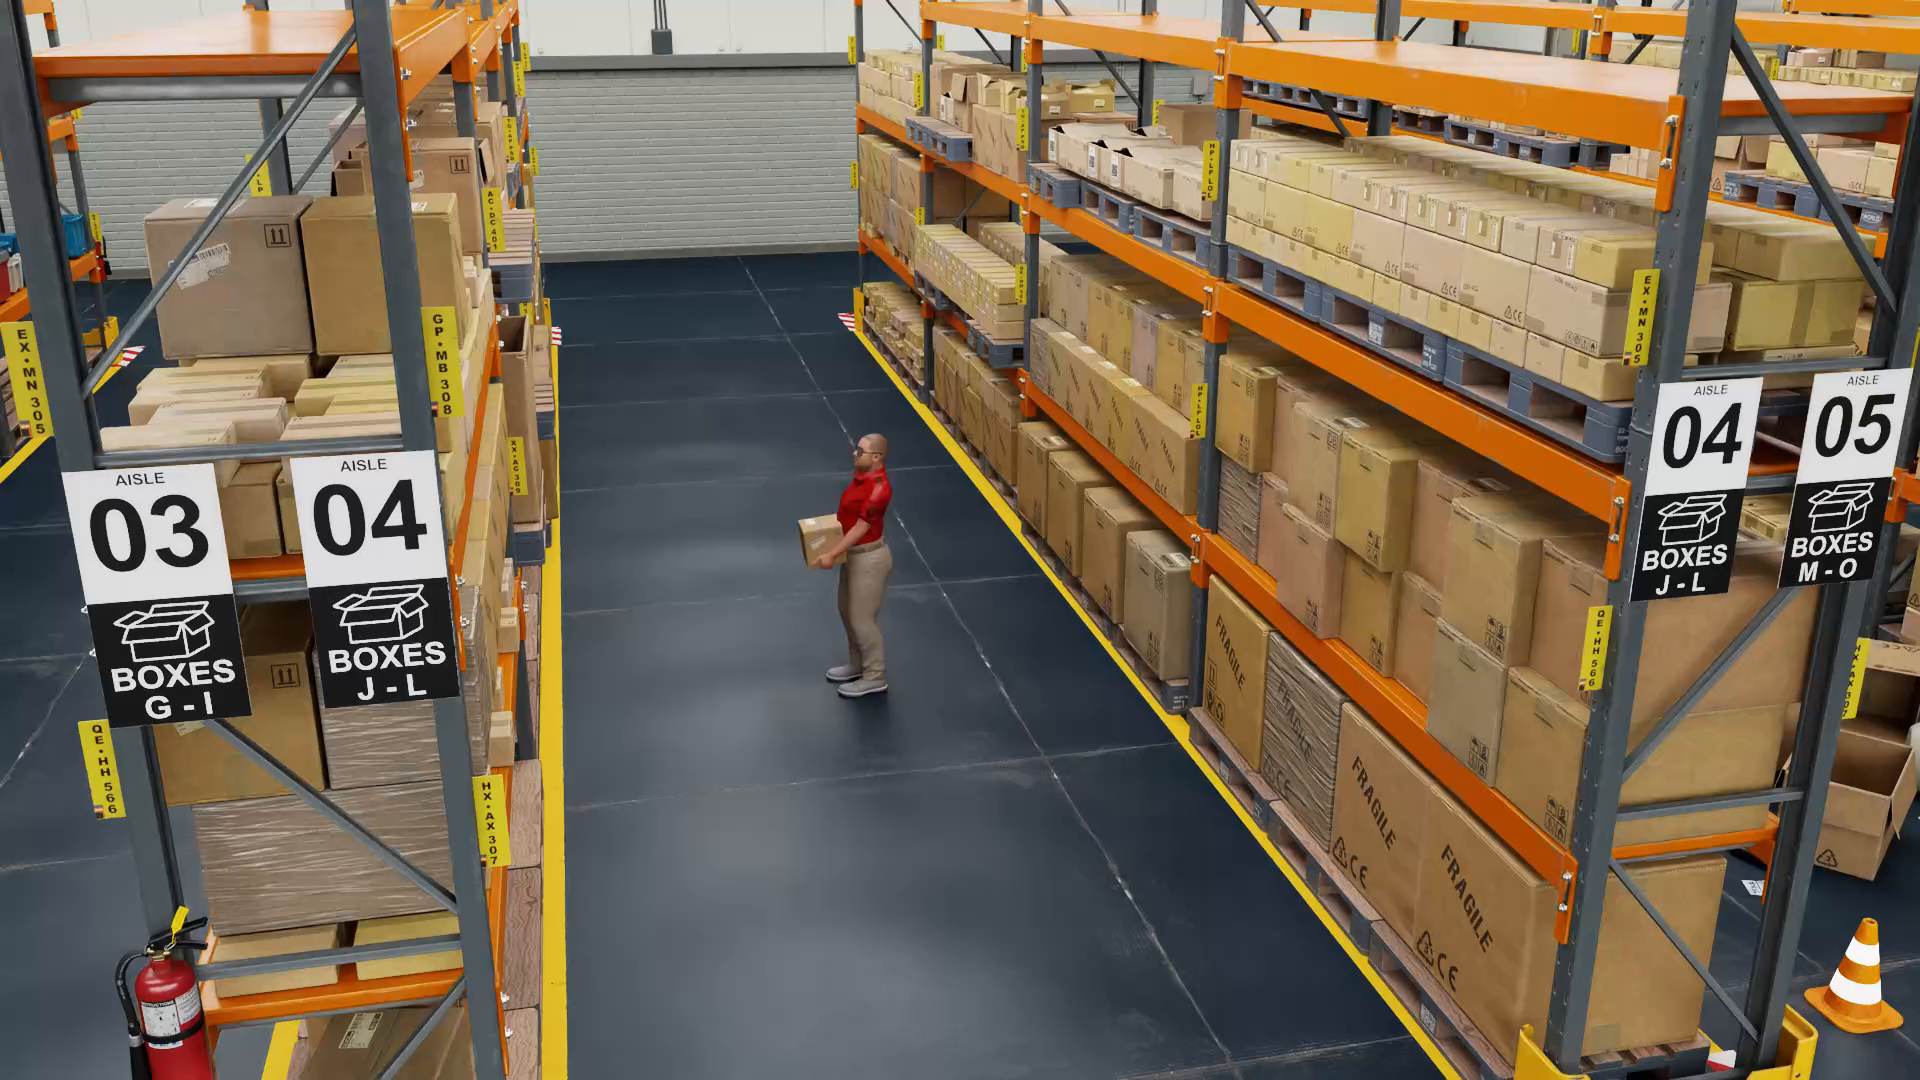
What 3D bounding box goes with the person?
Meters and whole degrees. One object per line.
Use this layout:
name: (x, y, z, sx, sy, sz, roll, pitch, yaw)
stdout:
person: (-0.703, 0.150, 10.688, 0.530, 1.712, 0.493, -4, 20, -12)
